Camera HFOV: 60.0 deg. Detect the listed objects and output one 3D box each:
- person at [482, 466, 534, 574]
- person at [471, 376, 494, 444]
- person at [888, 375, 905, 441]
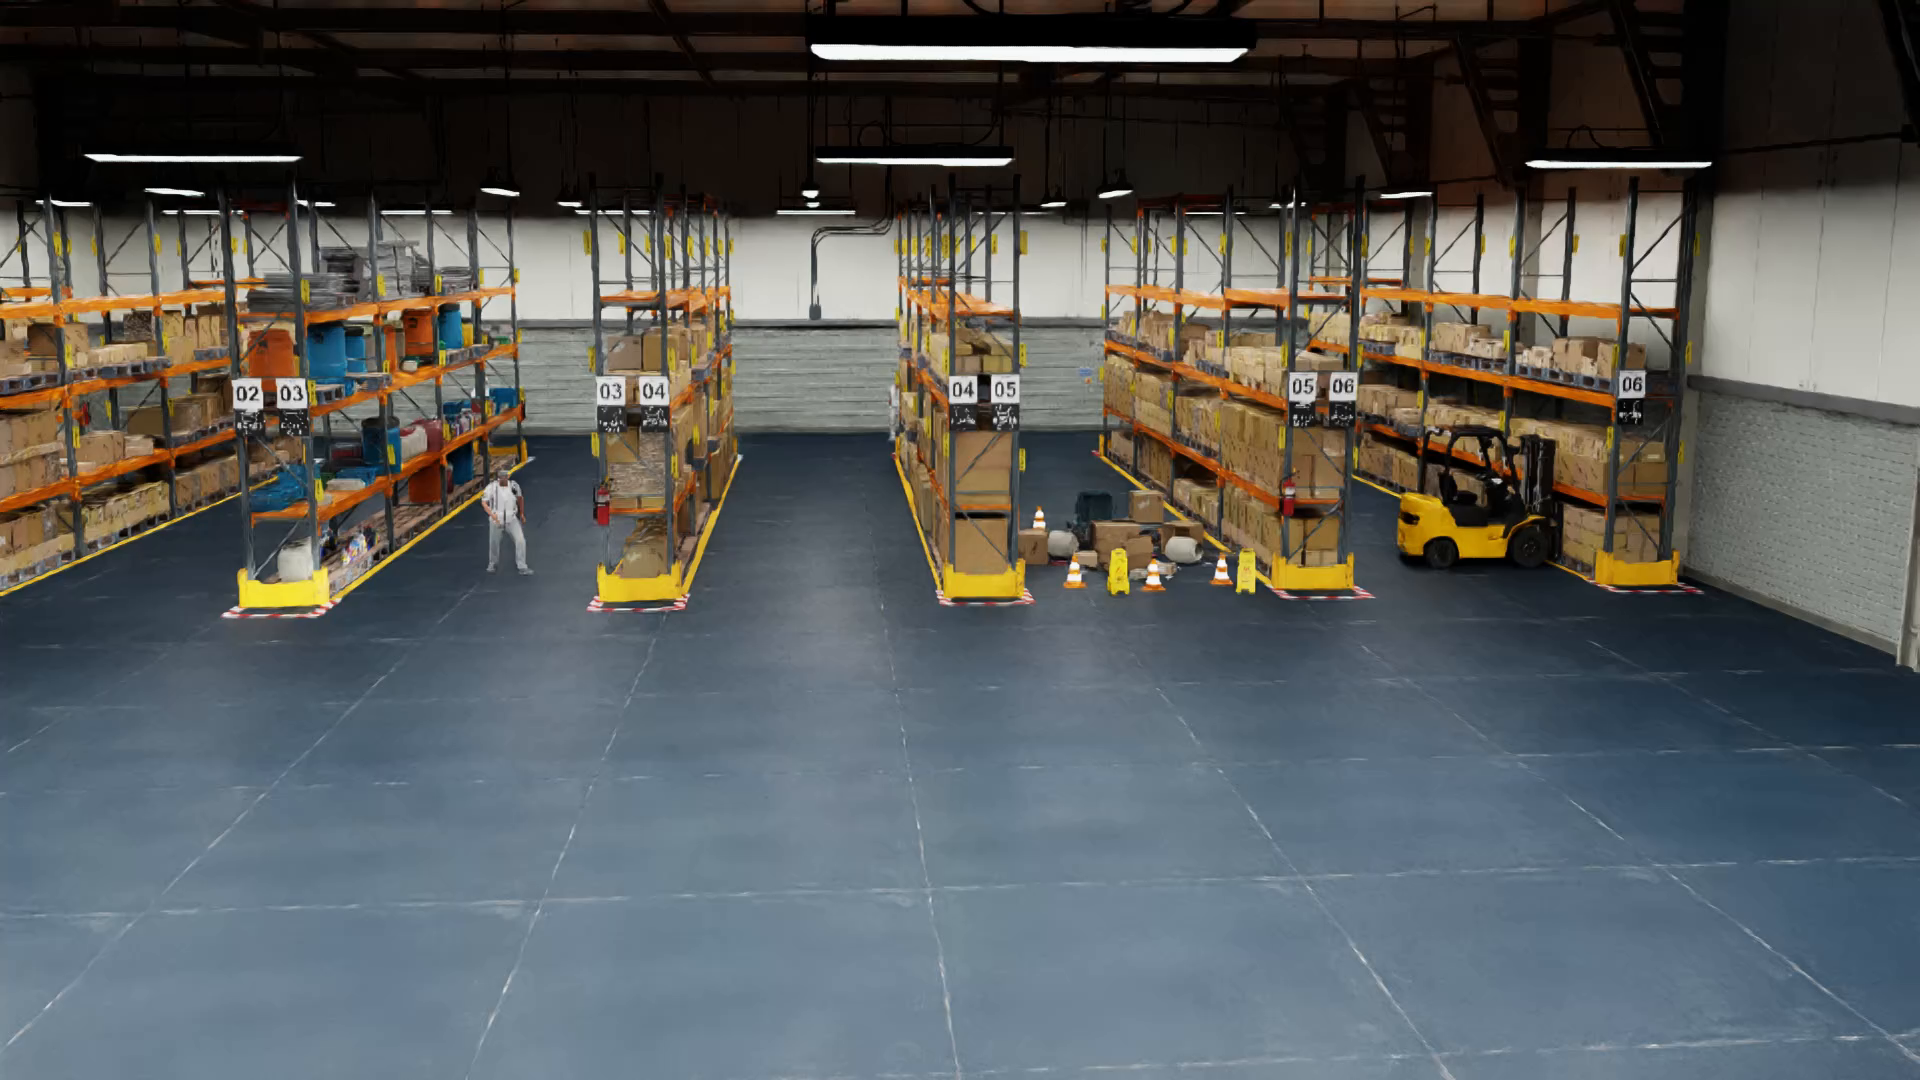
[{"bbox_3d":[-7.022,-0.334,25.672,0.700,1.690,0.863,-4,11,-21],"label":"person"},{"bbox_3d":[-12.274,-3.309,42.392,0.514,1.760,0.747,9,13,42],"label":"person"},{"bbox_3d":[-1.577,-3.465,43.327,0.589,1.746,0.938,2,10,11],"label":"person"}]
